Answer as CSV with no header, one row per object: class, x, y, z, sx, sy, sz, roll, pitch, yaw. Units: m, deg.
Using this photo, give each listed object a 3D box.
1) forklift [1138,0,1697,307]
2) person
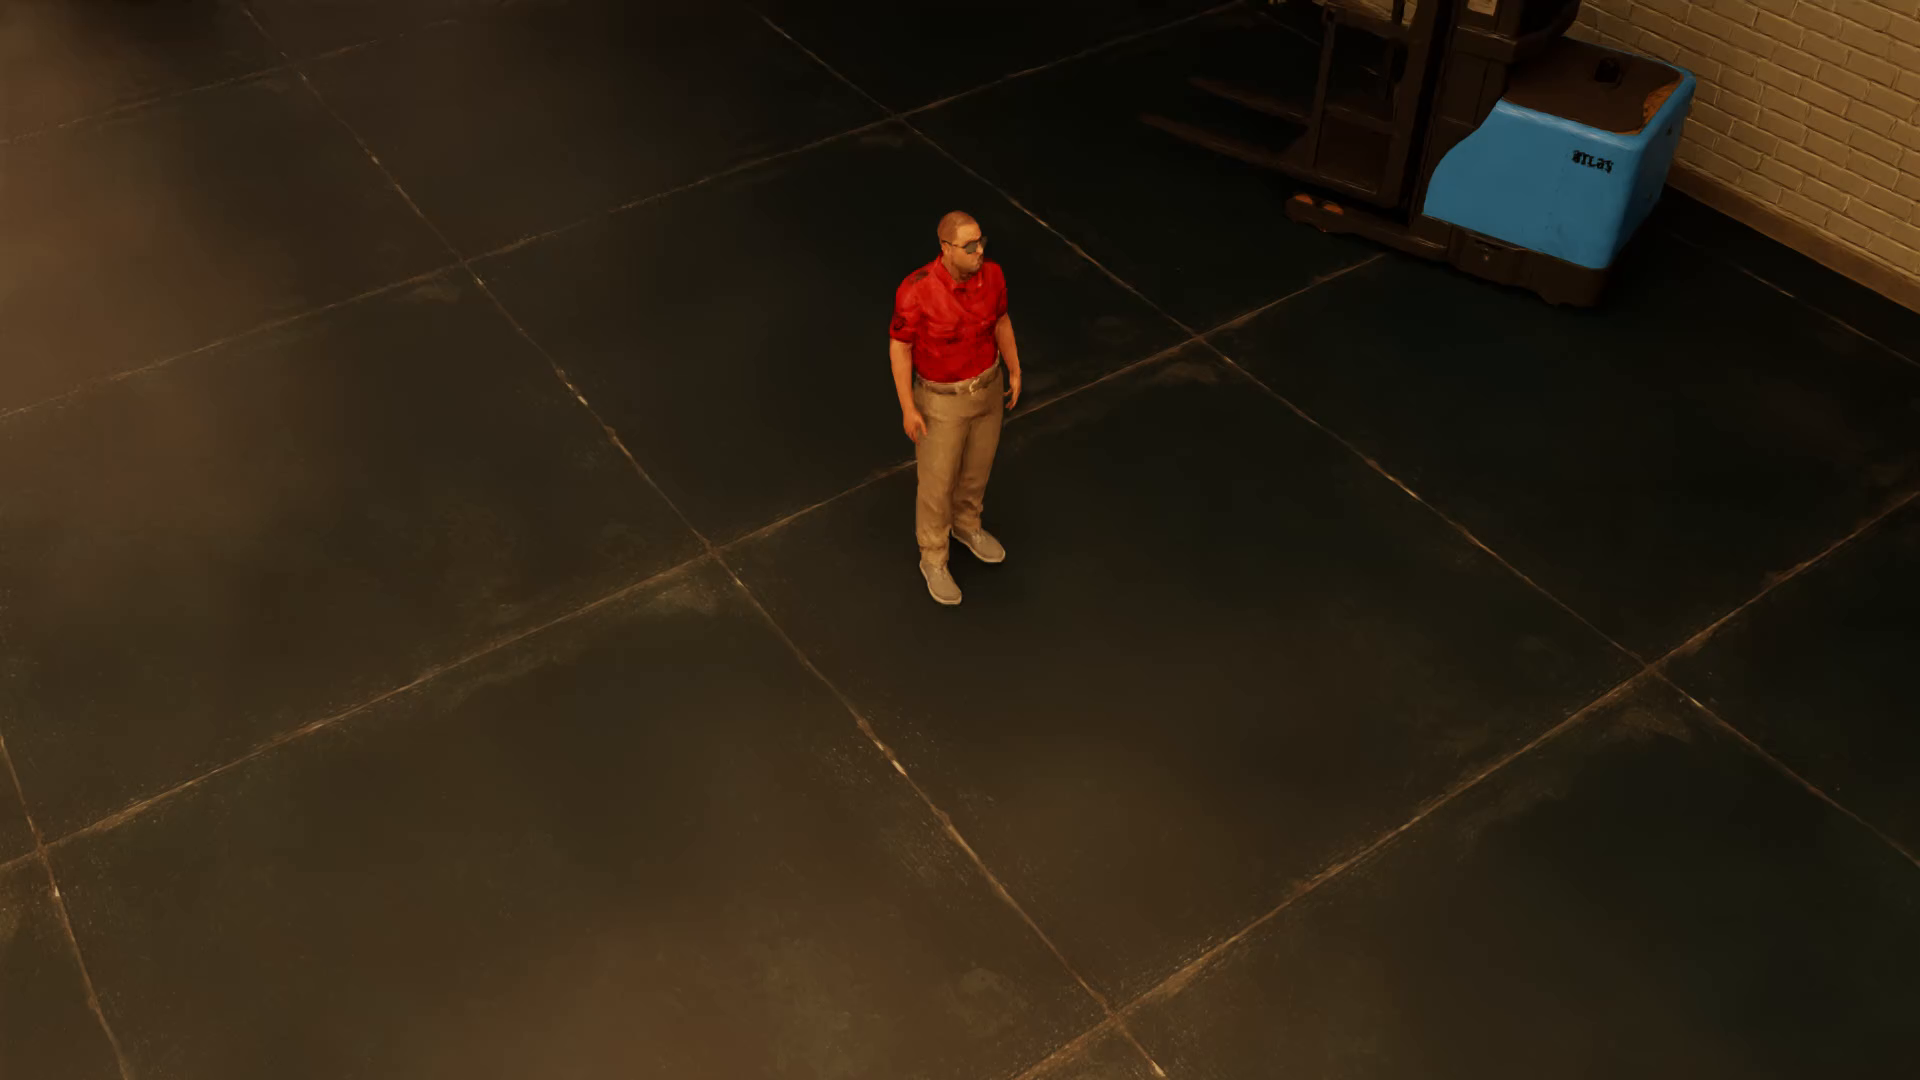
forklift,2.543,-3.161,9.146,3.031,2.935,1.130,25,48,25
person,0.041,-0.586,7.228,0.640,1.726,0.550,-25,48,-25
